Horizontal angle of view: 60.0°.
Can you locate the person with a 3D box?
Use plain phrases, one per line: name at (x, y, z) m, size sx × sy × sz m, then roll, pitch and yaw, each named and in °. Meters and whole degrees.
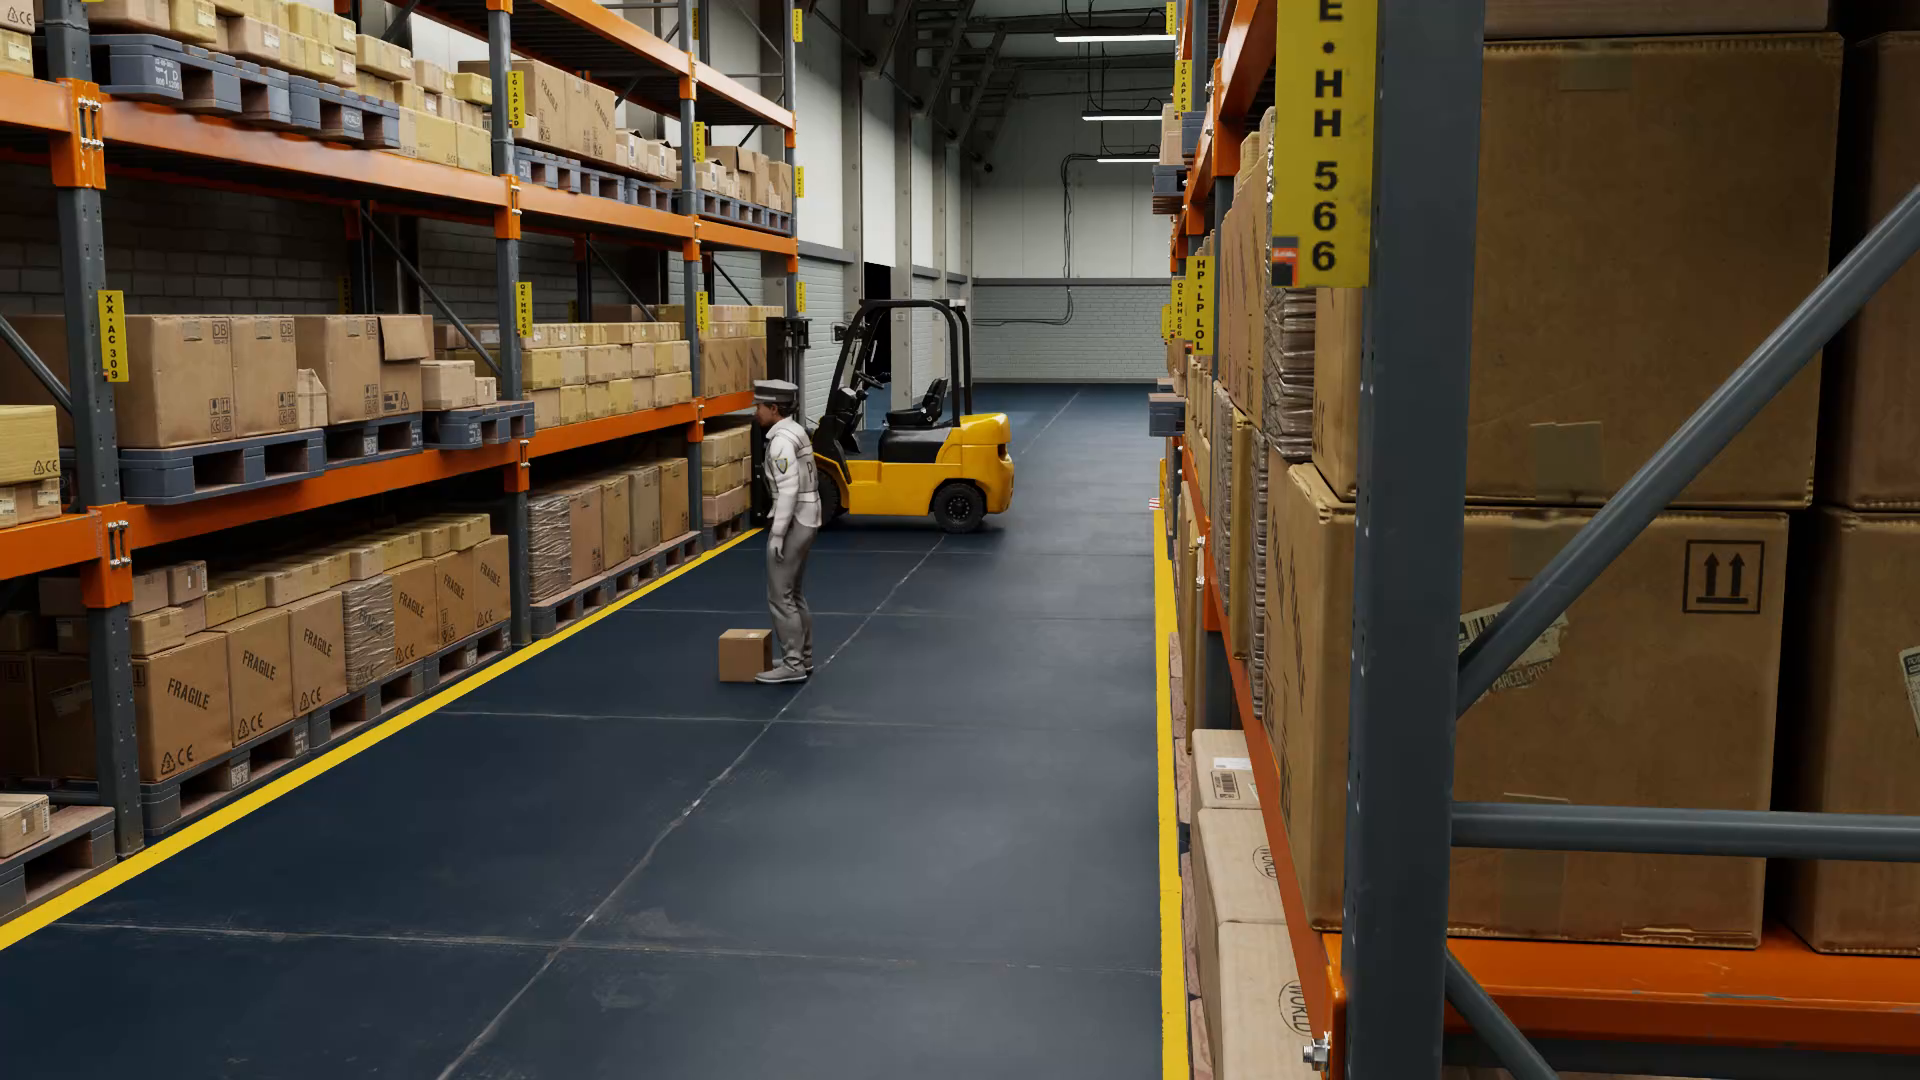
person at (-0.954, -0.051, 9.167) m, size 0.375 × 1.662 × 0.542 m, roll 0°, pitch 8°, yaw 3°
